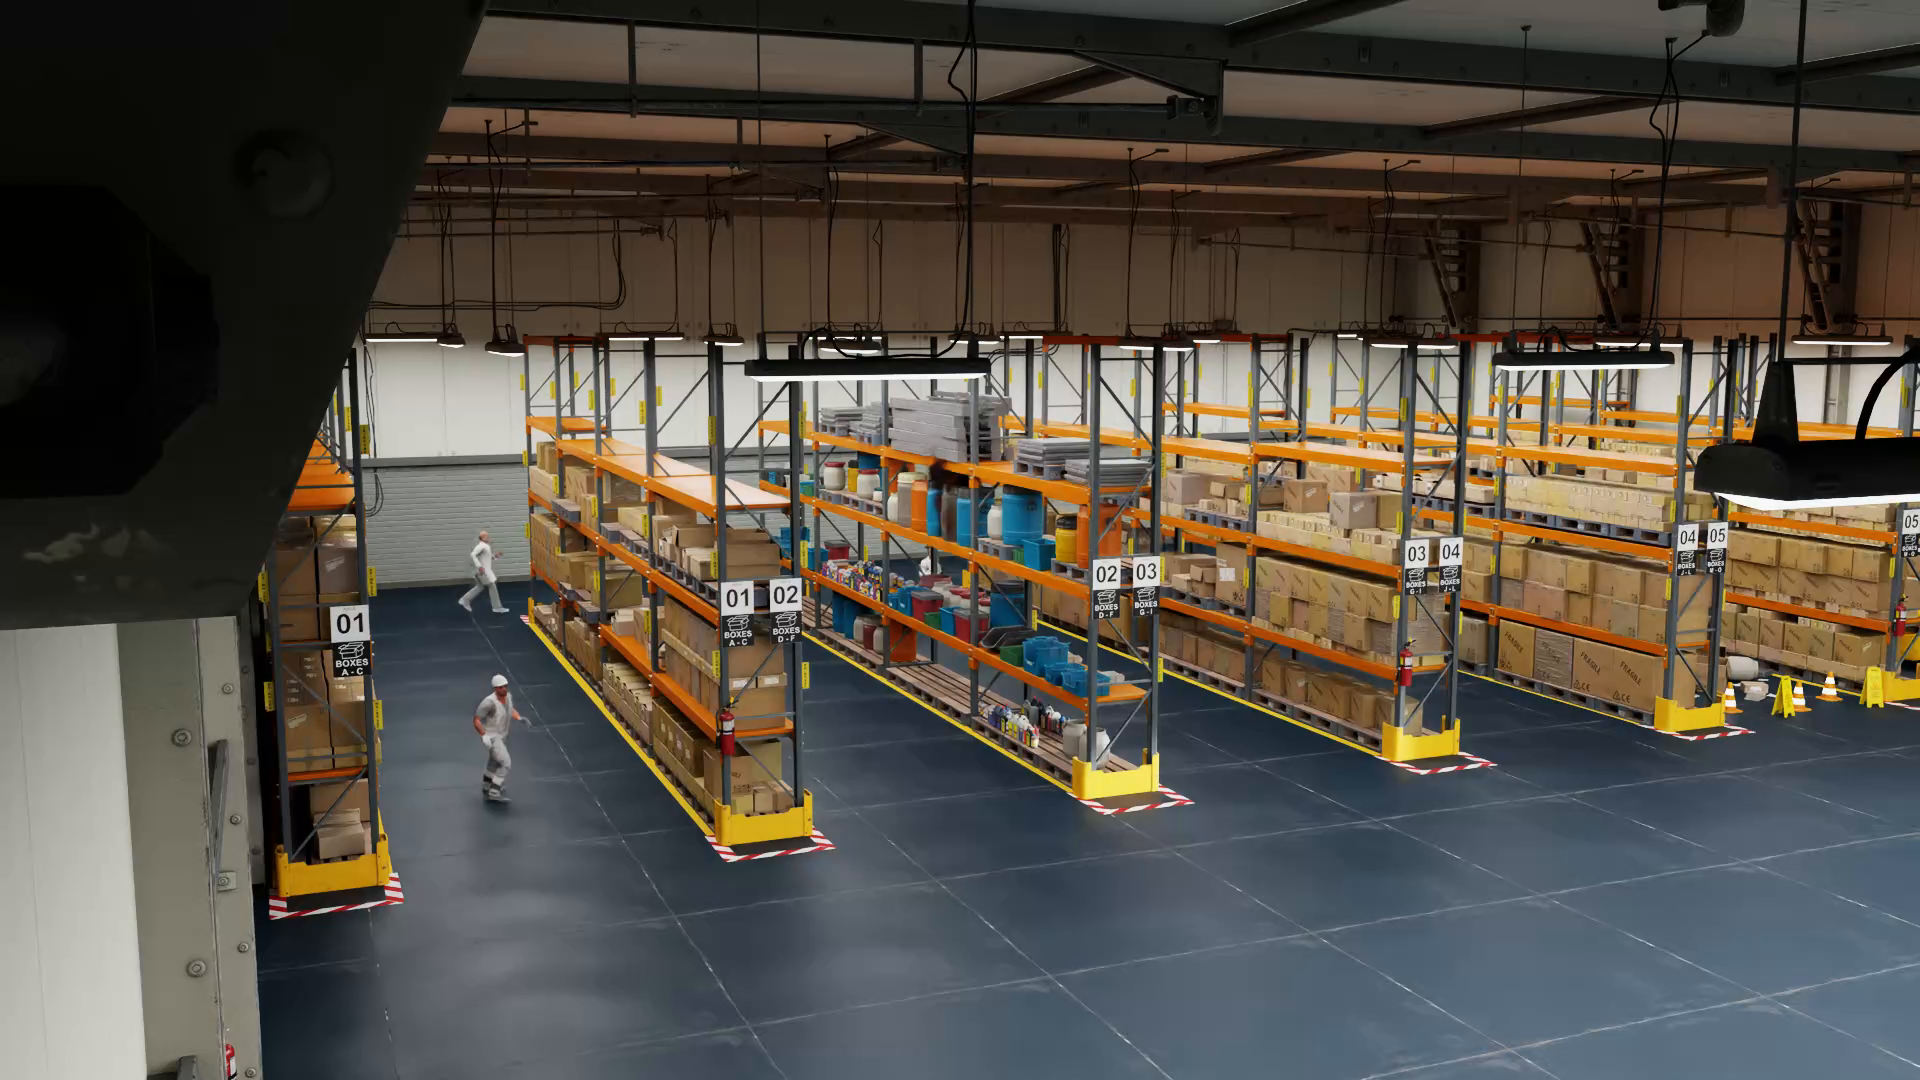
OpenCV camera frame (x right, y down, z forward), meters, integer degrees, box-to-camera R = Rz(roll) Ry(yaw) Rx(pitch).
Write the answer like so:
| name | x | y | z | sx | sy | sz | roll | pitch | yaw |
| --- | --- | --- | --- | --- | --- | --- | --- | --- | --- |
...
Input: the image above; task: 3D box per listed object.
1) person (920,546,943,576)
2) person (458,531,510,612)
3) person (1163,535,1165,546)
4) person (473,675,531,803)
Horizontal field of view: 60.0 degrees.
| name | x | y | z | sx | sy | sz | roll | pitch | yaw |
| --- | --- | --- | --- | --- | --- | --- | --- | --- | --- |
| person | -0.587 | 0.940 | 34.231 | 0.585 | 1.740 | 0.815 | -3 | 8 | -24 |
| person | -10.213 | 0.689 | 35.569 | 1.066 | 1.768 | 0.682 | -3 | 8 | -22 |
| person | 4.962 | 0.062 | 41.353 | 0.826 | 1.604 | 0.566 | -4 | 9 | -29 |
| person | -6.051 | 2.592 | 21.933 | 0.792 | 1.718 | 0.679 | 1 | 8 | 10 |
